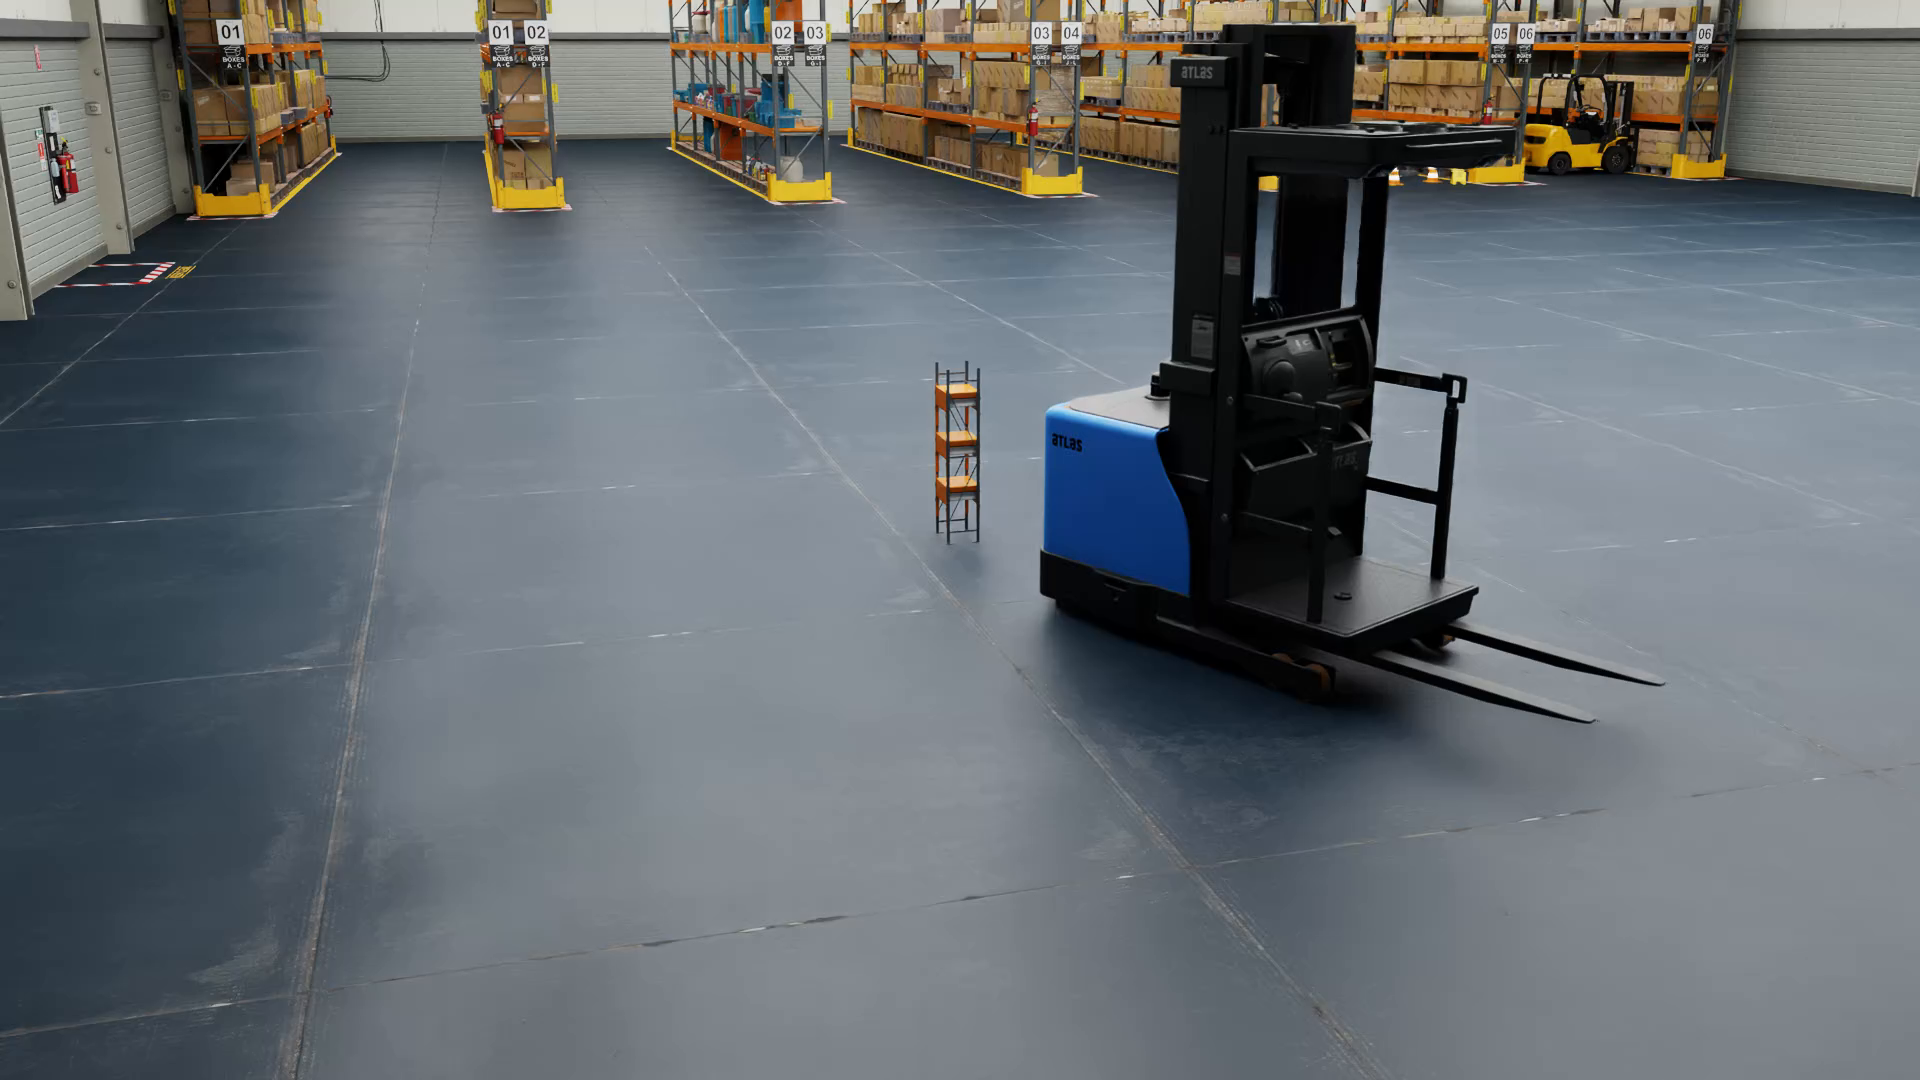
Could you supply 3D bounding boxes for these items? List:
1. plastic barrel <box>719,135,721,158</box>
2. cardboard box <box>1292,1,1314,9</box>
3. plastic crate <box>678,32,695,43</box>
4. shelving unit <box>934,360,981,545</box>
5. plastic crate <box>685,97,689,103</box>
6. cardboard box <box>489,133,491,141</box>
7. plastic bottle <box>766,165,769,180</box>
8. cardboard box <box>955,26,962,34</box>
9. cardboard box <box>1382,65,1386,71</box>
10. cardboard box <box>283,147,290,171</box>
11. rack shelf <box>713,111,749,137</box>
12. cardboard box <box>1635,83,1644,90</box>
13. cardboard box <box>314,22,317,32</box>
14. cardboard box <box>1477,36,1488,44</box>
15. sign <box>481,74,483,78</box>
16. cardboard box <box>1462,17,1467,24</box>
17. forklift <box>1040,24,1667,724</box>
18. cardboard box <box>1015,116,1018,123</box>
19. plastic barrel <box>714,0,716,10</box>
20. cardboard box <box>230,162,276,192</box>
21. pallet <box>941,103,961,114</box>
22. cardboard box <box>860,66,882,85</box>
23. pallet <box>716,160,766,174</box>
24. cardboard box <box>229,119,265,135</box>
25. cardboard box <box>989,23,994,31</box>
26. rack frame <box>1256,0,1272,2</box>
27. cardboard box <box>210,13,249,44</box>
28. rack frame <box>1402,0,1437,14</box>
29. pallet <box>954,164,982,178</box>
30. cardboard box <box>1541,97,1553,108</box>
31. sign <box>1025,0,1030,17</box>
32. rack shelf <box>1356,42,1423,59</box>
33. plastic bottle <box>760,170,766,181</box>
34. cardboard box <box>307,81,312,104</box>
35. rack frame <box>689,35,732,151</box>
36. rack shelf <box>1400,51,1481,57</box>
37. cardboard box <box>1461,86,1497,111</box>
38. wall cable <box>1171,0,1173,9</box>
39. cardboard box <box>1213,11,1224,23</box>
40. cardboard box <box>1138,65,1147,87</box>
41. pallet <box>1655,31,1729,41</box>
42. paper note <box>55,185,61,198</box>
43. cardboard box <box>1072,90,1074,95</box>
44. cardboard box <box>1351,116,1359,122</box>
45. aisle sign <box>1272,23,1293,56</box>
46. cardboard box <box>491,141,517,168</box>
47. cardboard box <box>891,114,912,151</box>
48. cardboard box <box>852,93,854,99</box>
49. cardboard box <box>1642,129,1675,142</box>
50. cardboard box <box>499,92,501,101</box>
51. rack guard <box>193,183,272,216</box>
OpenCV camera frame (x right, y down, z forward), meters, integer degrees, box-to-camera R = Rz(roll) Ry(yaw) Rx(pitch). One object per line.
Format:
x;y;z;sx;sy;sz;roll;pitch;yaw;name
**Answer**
-5.535;-9.317;39.349;0.421;0.512;0.421;0;17;0;plastic barrel
6.829;-10.632;33.064;0.380;0.149;0.250;-5;17;-15;cardboard box
-7.030;-12.979;42.939;0.437;0.282;0.530;-5;17;-15;plastic crate
-0.015;-0.518;9.850;0.215;1.050;0.252;-5;17;-15;shelving unit
-6.808;-11.316;42.783;0.437;0.125;0.590;-5;17;-15;plastic crate
-11.108;-9.600;40.278;0.500;0.500;0.500;-6;18;-18;cardboard box
-3.812;-7.275;32.913;0.061;0.283;0.133;-5;17;-15;plastic bottle
0.107;-11.346;36.971;0.380;0.166;0.250;-5;17;-17;cardboard box
10.060;-11.245;39.626;0.380;0.149;0.250;-4;17;-12;cardboard box
-14.391;-7.908;34.643;0.700;0.500;0.500;-5;17;-15;cardboard box
-4.594;-9.126;36.370;1.077;0.370;4.000;-5;17;-15;rack shelf
15.377;-10.165;37.276;0.380;0.149;0.250;-5;17;-15;cardboard box
-16.267;-12.742;41.300;0.500;0.250;0.500;-5;18;-17;cardboard box
10.979;-10.379;34.513;0.380;0.149;0.250;-5;17;-15;cardboard box
-11.526;-11.109;40.217;0.100;0.325;0.005;-5;17;-15;sign
10.827;-10.972;35.102;0.380;0.149;0.250;-5;17;-15;cardboard box
1.779;-0.840;7.653;1.130;2.935;3.031;-15;22;-40;forklift
1.300;-8.350;32.971;0.380;0.149;0.250;-5;17;-15;cardboard box
-5.626;-12.548;39.697;0.600;0.901;0.708;-5;17;-15;plastic barrel
-12.884;-6.604;30.305;0.700;0.500;0.500;-6;18;-19;cardboard box
0.202;-9.779;37.628;1.003;0.211;1.213;-5;17;-15;pallet
-2.422;-12.623;45.201;0.500;0.500;0.500;-5;17;-17;cardboard box
-4.968;-8.471;37.786;1.003;0.211;1.213;-5;17;-15;pallet
-12.299;-7.126;28.686;0.500;0.250;0.500;-5;17;-17;cardboard box
0.802;-10.461;33.916;0.380;0.149;0.250;-5;17;-16;cardboard box
8.048;-15.179;44.841;1.000;3.000;0.127;-5;17;-15;rack frame
-12.322;-8.634;28.059;0.500;0.500;0.500;-4;17;-14;cardboard box
12.820;-15.572;46.151;1.000;3.000;0.127;-5;17;-15;rack frame
0.503;-8.189;36.847;1.003;0.211;1.213;-5;17;-15;pallet
14.485;-10.672;40.525;0.500;0.250;0.500;-5;17;-16;cardboard box
1.278;-10.025;31.359;0.100;0.325;0.005;-5;17;-15;sign
9.697;-11.738;39.851;1.077;0.370;4.000;-5;17;-15;rack shelf
-3.871;-7.155;32.657;0.097;0.201;0.097;0;17;0;plastic bottle
-15.249;-10.299;38.299;0.500;0.500;0.500;-5;17;-15;cardboard box
-6.243;-11.130;41.792;1.000;3.000;0.127;-5;17;-15;rack frame
13.369;-13.238;44.844;1.077;0.370;4.000;-5;17;-15;rack shelf
10.932;-9.305;35.024;0.500;0.500;0.500;-5;17;-16;cardboard box
5.839;-17.895;53.884;2.355;3.000;0.029;-5;17;-15;wall cable
5.659;-10.993;34.961;0.500;0.250;0.500;-5;17;-16;cardboard box
4.670;-11.042;39.585;0.700;0.500;0.500;-5;17;-16;cardboard box
15.948;-10.972;36.203;1.003;0.211;1.213;-5;17;-15;pallet
-11.221;-4.331;20.686;0.016;0.148;0.142;-5;17;-15;paper note
3.129;-11.676;43.315;0.380;0.149;0.250;-5;17;-15;cardboard box
11.995;-12.393;49.611;0.700;0.500;0.500;-4;17;-13;cardboard box
6.345;-9.769;32.740;0.394;0.787;0.004;-5;17;-15;aisle sign
-8.981;-7.617;32.843;0.500;0.500;0.500;-5;17;-15;cardboard box
-1.039;-10.283;41.934;1.225;0.875;0.875;-5;18;-17;cardboard box
-2.799;-12.384;46.401;0.380;0.149;0.250;-4;17;-15;cardboard box
15.545;-8.986;36.966;0.500;0.250;0.500;-4;17;-14;cardboard box
-8.280;-8.155;30.586;0.380;0.149;0.250;-4;17;-14;cardboard box
-12.491;-5.852;28.564;1.175;0.500;0.348;-5;17;-15;rack guard
